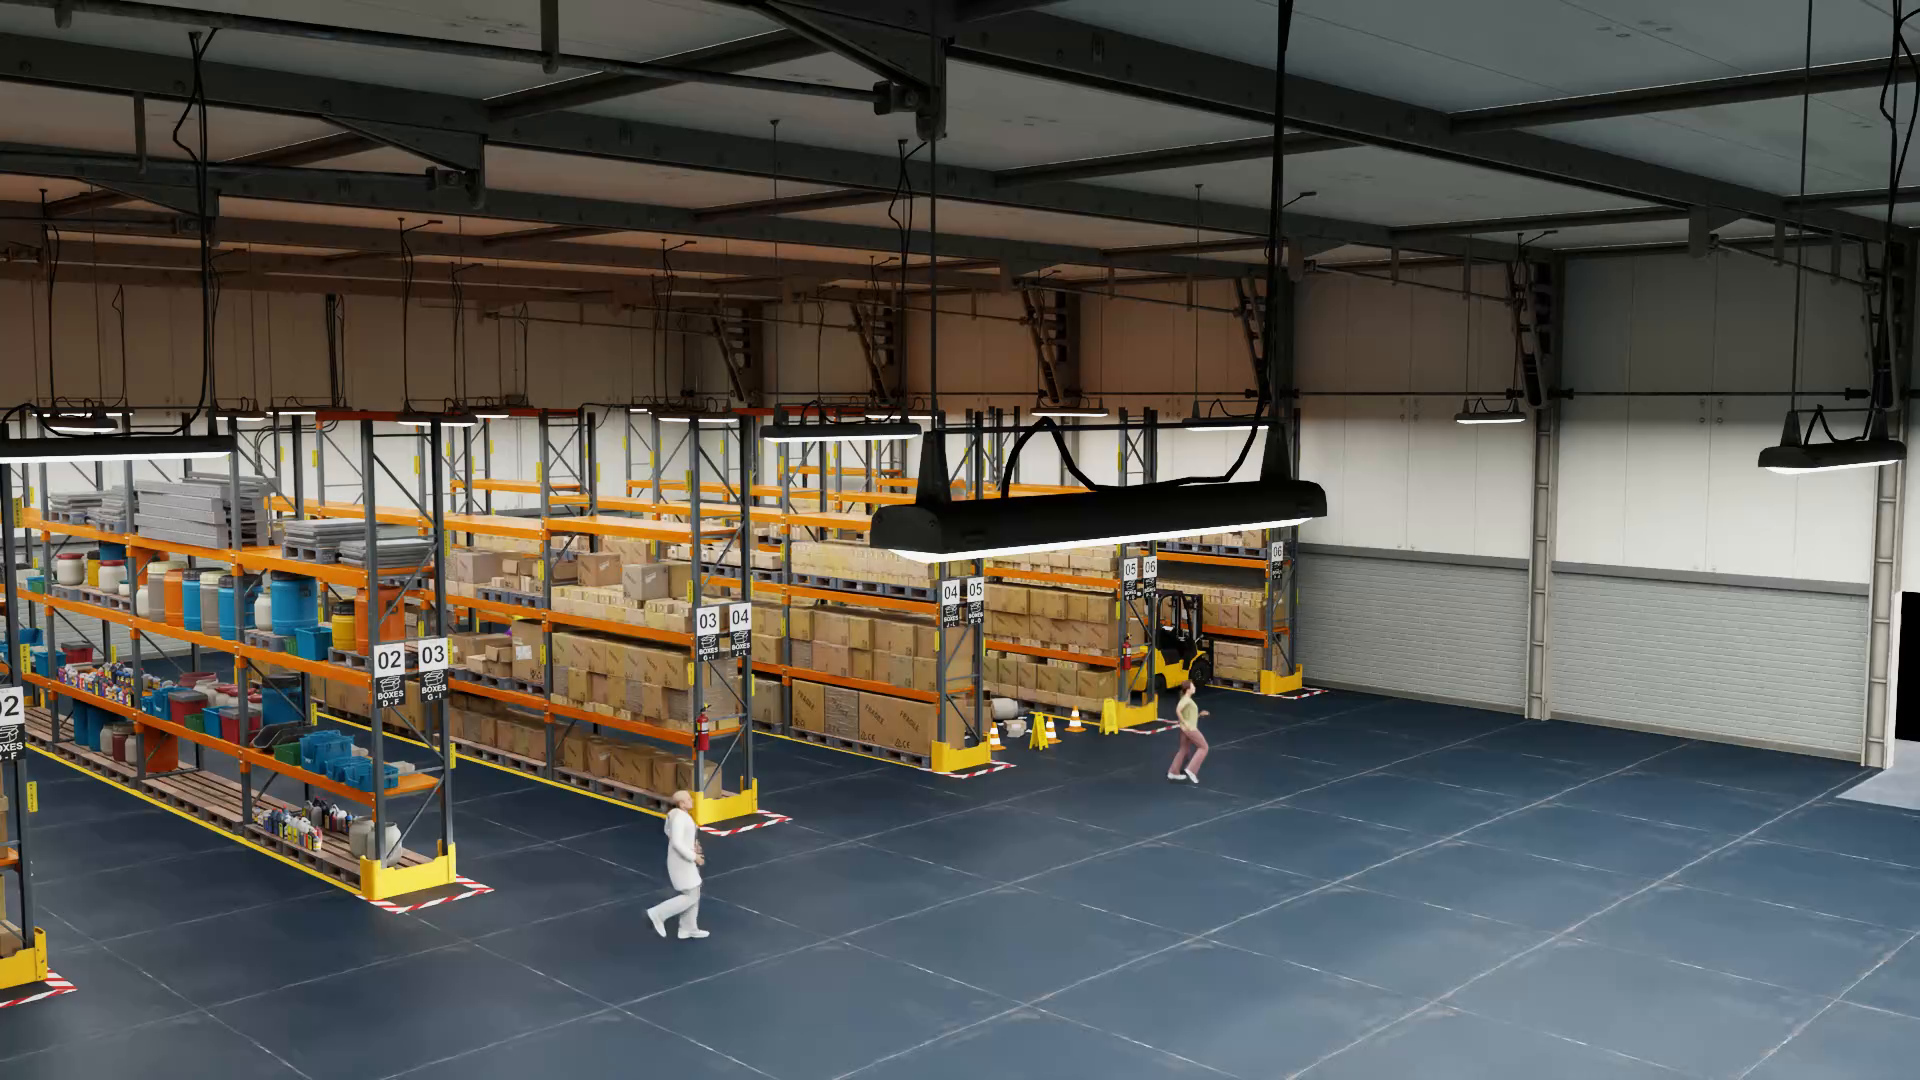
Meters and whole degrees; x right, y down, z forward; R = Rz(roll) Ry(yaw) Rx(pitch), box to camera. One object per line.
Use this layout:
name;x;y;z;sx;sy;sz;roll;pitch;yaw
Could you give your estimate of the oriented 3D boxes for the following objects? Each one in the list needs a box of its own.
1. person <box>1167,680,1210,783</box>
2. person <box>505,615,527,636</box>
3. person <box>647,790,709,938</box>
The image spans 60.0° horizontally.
person;3.716;3.109;26.998;0.685;1.684;0.547;0;5;-5
person;-9.103;2.399;34.612;0.597;1.721;0.690;3;6;34
person;-3.284;3.764;19.258;0.735;1.758;0.712;-2;5;-19
